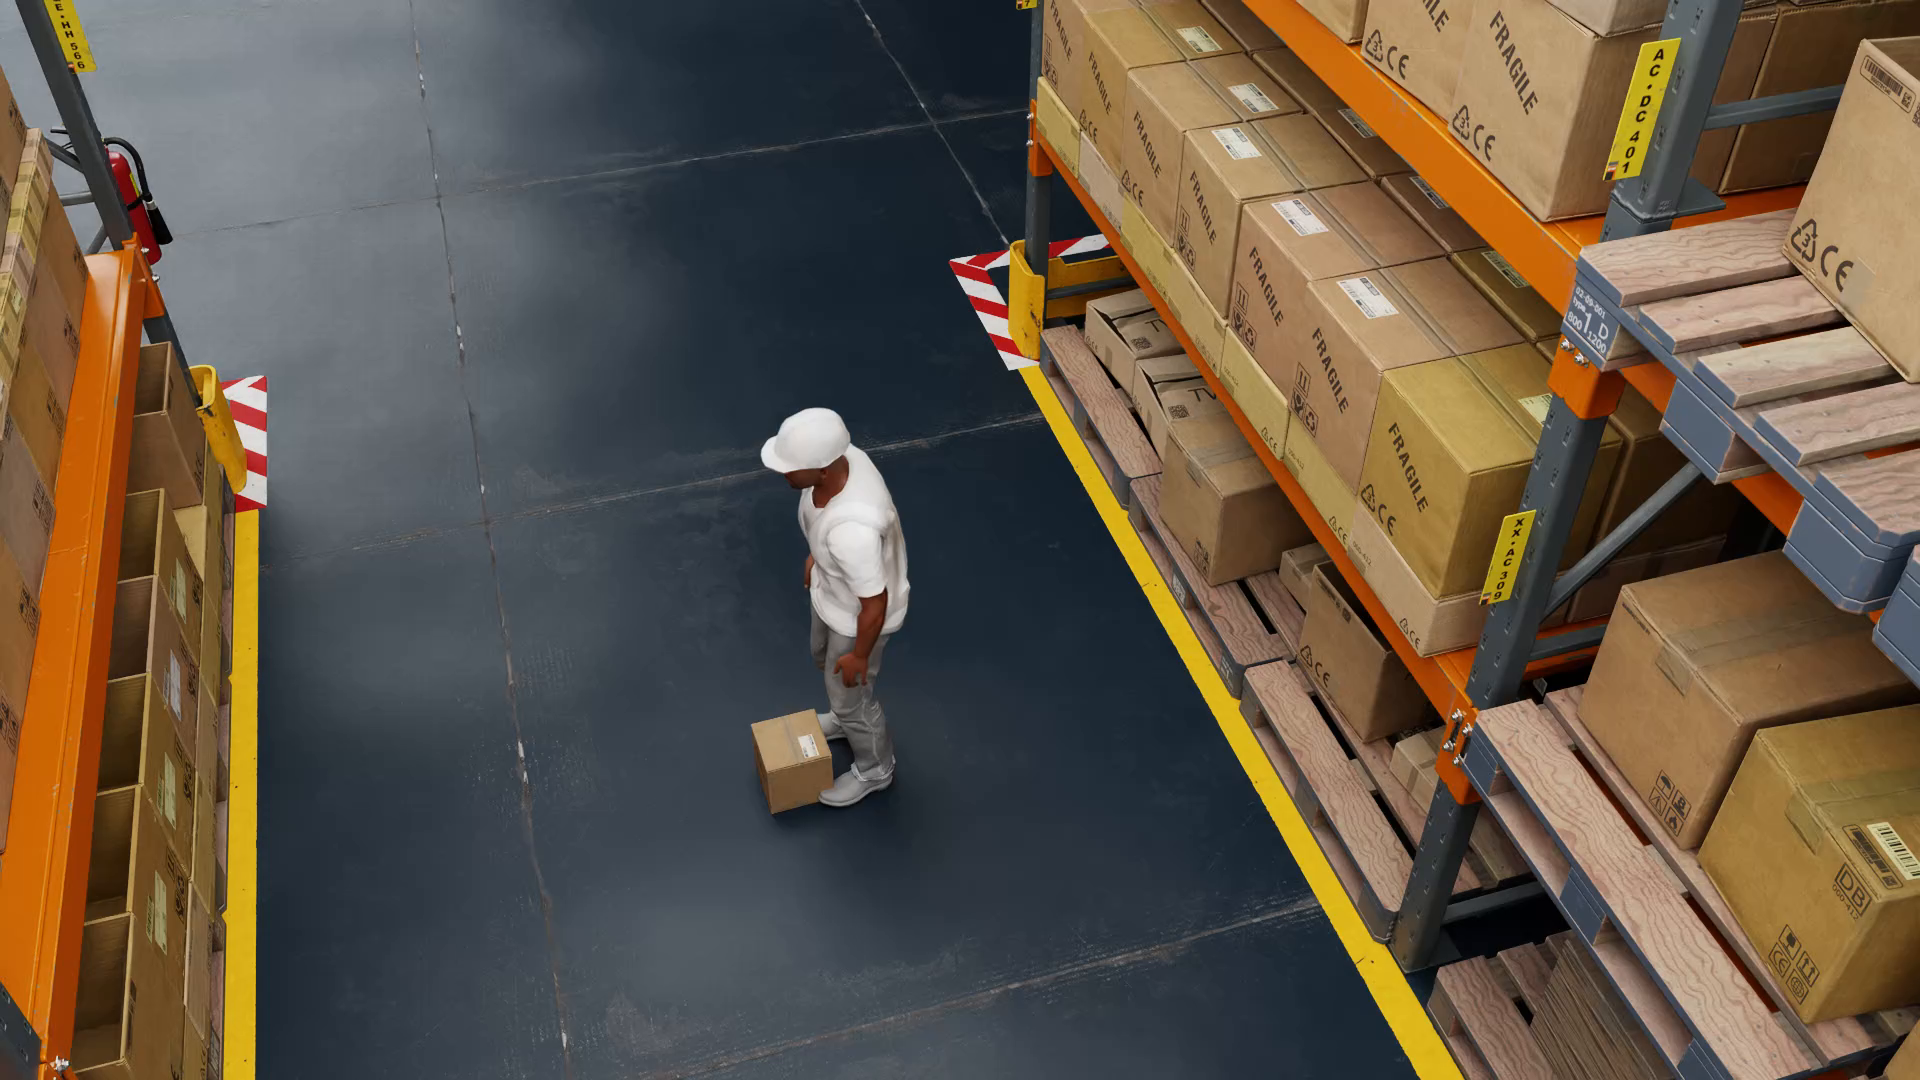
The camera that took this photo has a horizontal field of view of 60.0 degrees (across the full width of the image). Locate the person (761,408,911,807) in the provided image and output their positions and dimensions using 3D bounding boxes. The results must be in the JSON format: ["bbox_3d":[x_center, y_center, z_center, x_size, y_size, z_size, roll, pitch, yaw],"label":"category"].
[{"bbox_3d":[-0.422,0.224,5.897,0.460,1.760,0.627,-12,43,-13],"label":"person"}]
